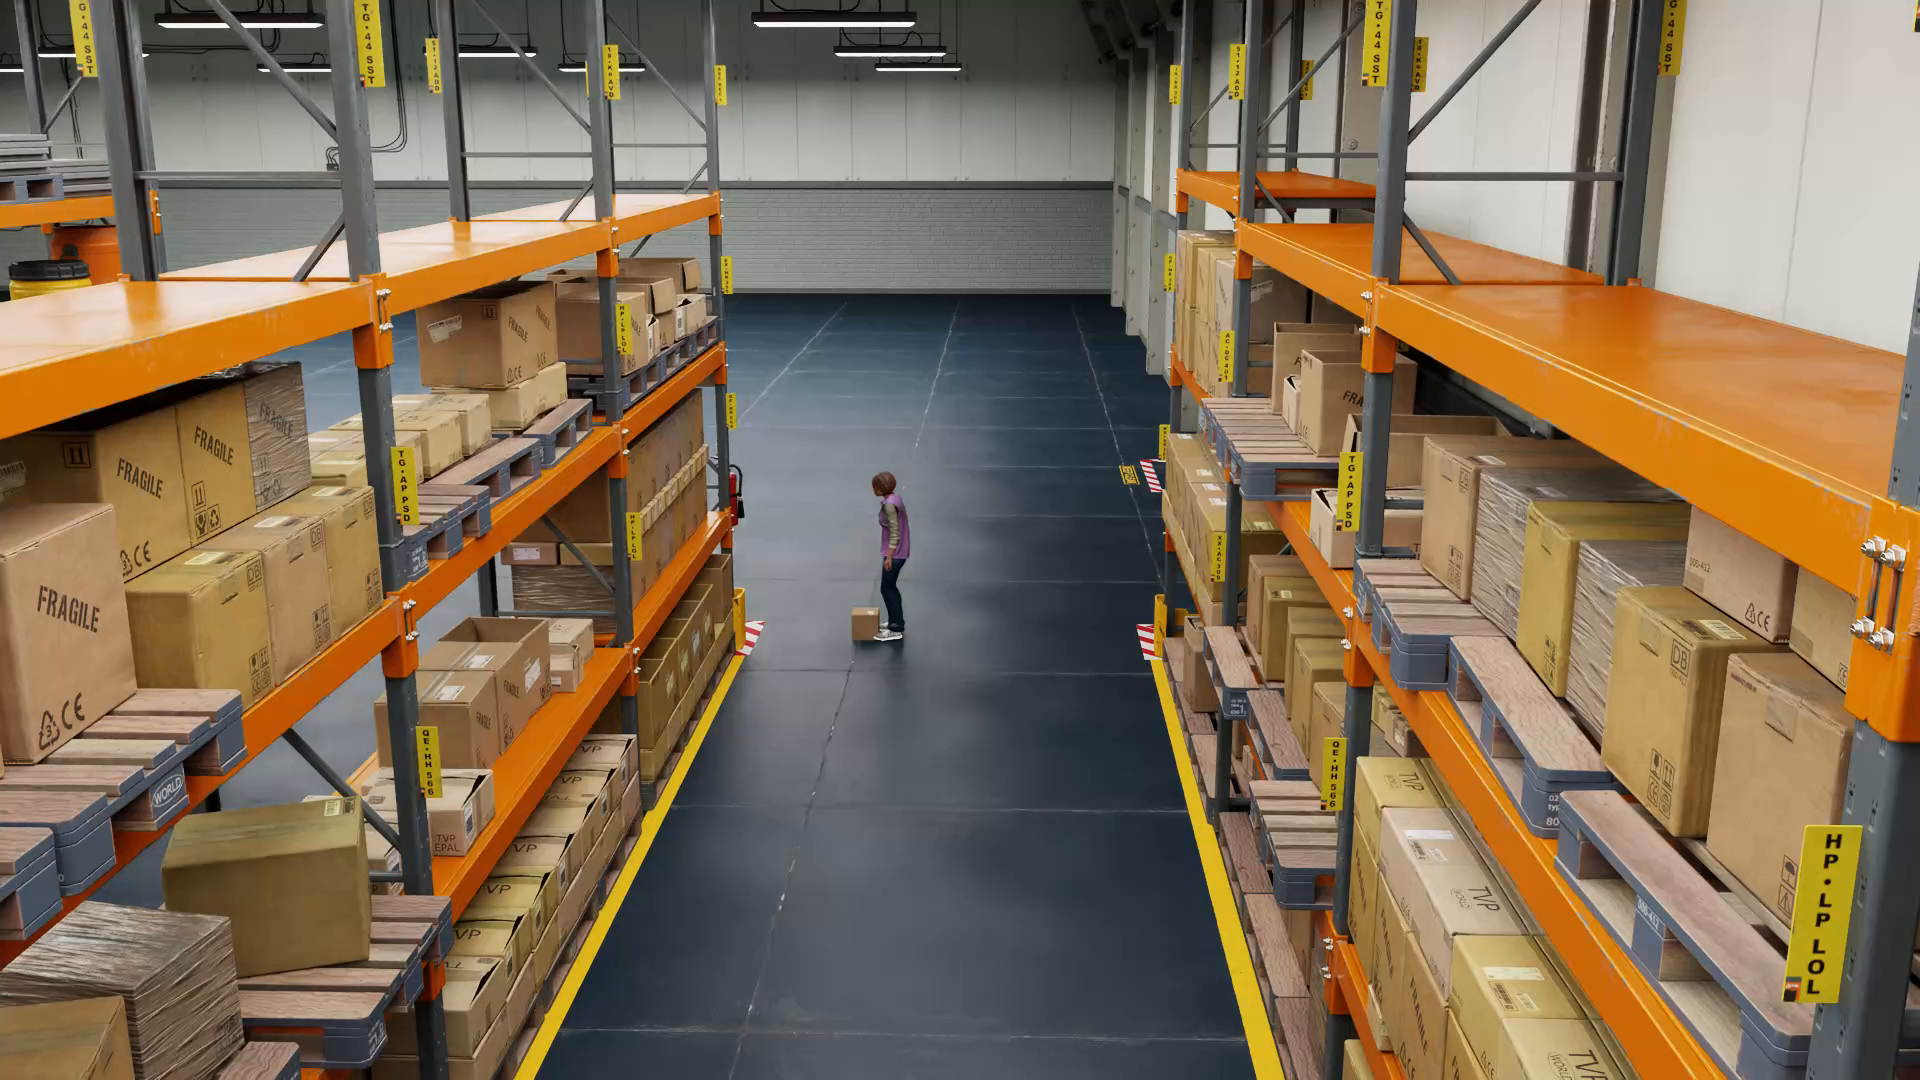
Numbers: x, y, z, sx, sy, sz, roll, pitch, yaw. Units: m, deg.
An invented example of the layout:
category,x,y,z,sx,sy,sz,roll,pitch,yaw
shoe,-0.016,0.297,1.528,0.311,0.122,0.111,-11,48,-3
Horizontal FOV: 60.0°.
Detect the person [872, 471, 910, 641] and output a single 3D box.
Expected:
category,x,y,z,sx,sy,sz,roll,pitch,yaw
person,-0.641,0.138,15.480,0.348,1.591,0.479,0,14,-2
